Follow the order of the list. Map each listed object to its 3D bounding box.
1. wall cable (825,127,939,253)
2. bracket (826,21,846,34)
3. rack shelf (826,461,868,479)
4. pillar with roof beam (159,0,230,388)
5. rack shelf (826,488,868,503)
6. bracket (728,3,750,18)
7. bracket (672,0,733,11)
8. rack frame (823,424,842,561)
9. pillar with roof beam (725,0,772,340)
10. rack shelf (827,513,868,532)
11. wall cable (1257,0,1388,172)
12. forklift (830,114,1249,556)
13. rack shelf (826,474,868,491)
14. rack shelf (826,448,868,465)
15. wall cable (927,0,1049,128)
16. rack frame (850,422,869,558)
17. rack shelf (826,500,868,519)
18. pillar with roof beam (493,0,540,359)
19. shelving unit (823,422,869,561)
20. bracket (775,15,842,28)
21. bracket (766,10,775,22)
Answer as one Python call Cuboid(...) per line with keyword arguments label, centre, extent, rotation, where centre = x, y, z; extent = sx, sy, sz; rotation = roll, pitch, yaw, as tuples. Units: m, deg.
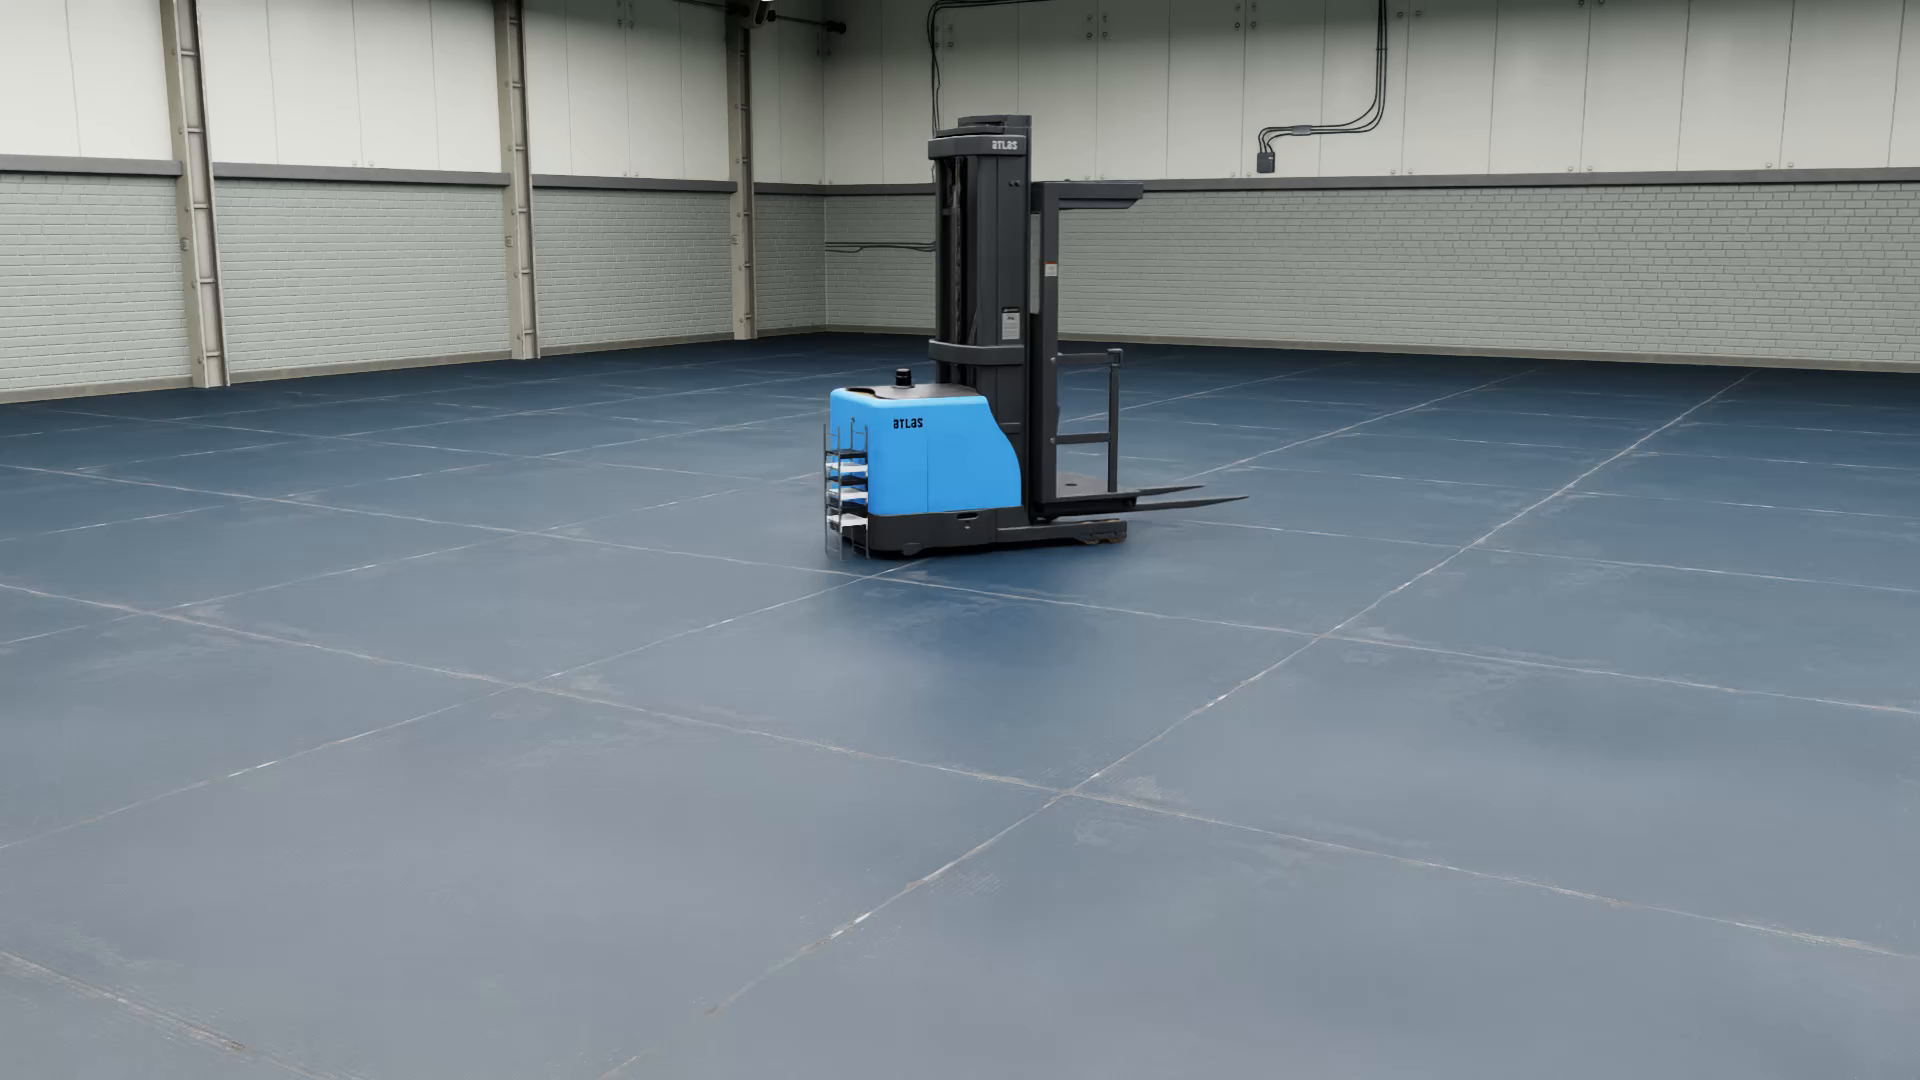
Cuboid(label="wall cable", centre=(-1.671, -7.290, 34.793), extent=(3.097, 2.526, 0.112), rotation=(6, 12, 31))
Cuboid(label="bracket", centre=(-2.581, -10.653, 34.534), extent=(0.235, 0.232, 0.430), rotation=(6, 12, 31))
Cuboid(label="rack shelf", centre=(-0.766, -0.471, 11.144), extent=(0.200, 0.077, 0.258), rotation=(-6, 12, -30))
Cuboid(label="pillar with roof beam", centre=(-6.881, -6.181, 20.429), extent=(9.100, 9.000, 0.400), rotation=(6, 12, 31))
Cuboid(label="rack shelf", centre=(-0.766, -0.294, 11.177), extent=(0.200, 0.077, 0.258), rotation=(-6, 12, -30))
Cuboid(label="bracket", centre=(-4.242, -10.149, 31.846), extent=(0.235, 0.232, 0.430), rotation=(6, 12, 31))
Cuboid(label="bracket", centre=(-5.580, -9.744, 29.682), extent=(0.076, 0.066, 4.783), rotation=(6, 12, 31))
Cuboid(label="rack frame", centre=(-0.854, -0.318, 11.121), extent=(0.006, 0.900, 0.240), rotation=(-6, 12, -30))
Cuboid(label="pillar with roof beam", centre=(-0.651, -8.068, 30.510), extent=(9.100, 9.000, 0.548), rotation=(6, 12, 31))
Cuboid(label="rack shelf", centre=(-0.766, -0.118, 11.210), extent=(0.200, 0.077, 0.258), rotation=(-6, 12, -30))
Cuboid(label="wall cable", centre=(6.435, -9.579, 29.336), extent=(2.305, 6.003, 0.169), rotation=(6, 12, 31))
Cuboid(label="forklift", centre=(0.635, -1.489, 11.858), extent=(3.031, 2.935, 1.130), rotation=(-5, 12, -23))
Cuboid(label="rack shelf", centre=(-0.766, -0.383, 11.161), extent=(0.200, 0.077, 0.258), rotation=(-6, 12, -30))
Cuboid(label="rack shelf", centre=(-0.766, -0.560, 11.128), extent=(0.200, 0.077, 0.258), rotation=(-6, 12, -30))
Cuboid(label="wall cable", centre=(0.641, -9.514, 32.948), extent=(3.097, 2.526, 0.112), rotation=(6, 12, 31))
Cuboid(label="rack frame", centre=(-0.678, -0.337, 11.222), extent=(0.006, 0.900, 0.240), rotation=(-6, 12, -30))
Cuboid(label="rack shelf", centre=(-0.766, -0.206, 11.194), extent=(0.200, 0.077, 0.258), rotation=(-6, 12, -30))
Cuboid(label="pillar with roof beam", centre=(-3.766, -7.124, 25.470), extent=(9.100, 9.000, 0.400), rotation=(6, 12, 31))
Cuboid(label="shelving unit", centre=(-0.766, -0.327, 11.171), extent=(0.210, 0.900, 0.258), rotation=(-6, 12, -30))
Cuboid(label="bracket", centre=(-2.888, -10.560, 34.038), extent=(0.076, 0.066, 3.189), rotation=(6, 12, 31))
Cuboid(label="bracket", centre=(-3.811, -10.280, 32.544), extent=(0.235, 0.232, 0.430), rotation=(6, 12, 31))
